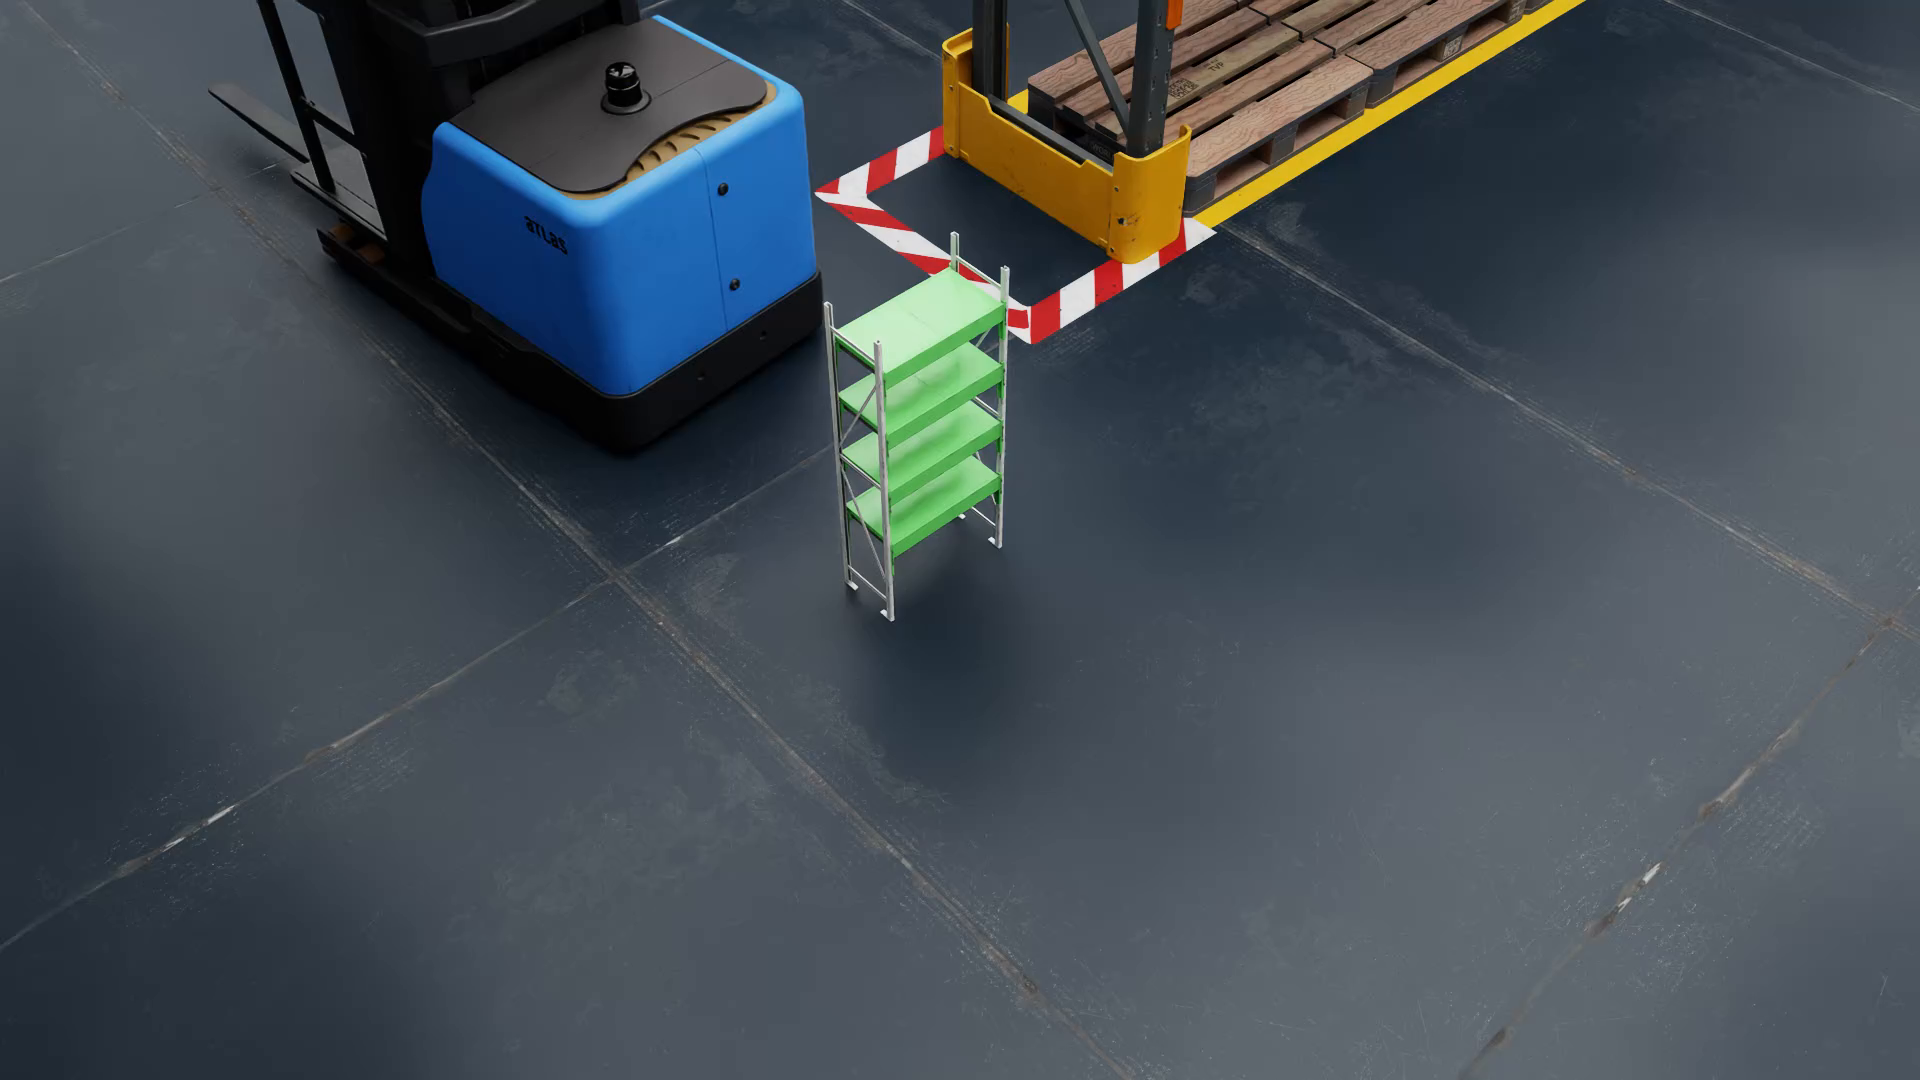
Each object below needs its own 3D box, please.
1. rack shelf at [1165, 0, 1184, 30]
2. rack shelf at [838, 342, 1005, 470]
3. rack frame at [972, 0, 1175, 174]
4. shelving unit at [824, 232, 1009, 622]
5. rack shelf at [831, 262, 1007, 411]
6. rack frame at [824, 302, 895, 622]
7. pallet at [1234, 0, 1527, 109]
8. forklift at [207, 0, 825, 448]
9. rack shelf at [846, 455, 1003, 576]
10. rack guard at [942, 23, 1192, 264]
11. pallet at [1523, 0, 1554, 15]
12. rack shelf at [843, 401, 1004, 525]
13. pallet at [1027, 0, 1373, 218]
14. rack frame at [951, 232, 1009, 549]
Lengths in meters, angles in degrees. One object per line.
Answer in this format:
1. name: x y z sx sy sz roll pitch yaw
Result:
1. rack shelf: 1.909 -3.289 7.233 4.000 0.370 1.077 -34 56 -27
2. rack shelf: -0.122 -0.444 5.104 0.480 0.148 0.258 -34 56 -27
3. rack frame: 0.429 -2.544 6.056 0.127 3.000 1.000 -34 56 -27
4. shelving unit: -0.122 -0.325 5.234 0.503 1.200 0.258 -34 56 -27
5. rack shelf: -0.122 -0.607 4.928 0.480 0.148 0.258 -34 56 -27
6. rack frame: -0.303 -0.204 5.122 0.015 1.200 0.240 -34 56 -27
7. pallet: 1.968 -2.585 7.992 1.213 0.211 1.003 -34 56 -27
8. forklift: -1.957 -2.274 5.854 3.031 2.935 1.130 34 56 27
9. rack shelf: -0.122 -0.119 5.457 0.480 0.148 0.258 -34 56 -27
10. rack guard: 0.420 -1.677 6.958 0.348 0.500 1.175 -34 56 -27
11. pallet: 2.871 -3.191 8.551 1.213 0.211 1.003 -34 56 -27
12. rack shelf: -0.122 -0.282 5.280 0.480 0.148 0.258 -34 56 -27
13. pallet: 1.065 -1.985 7.438 1.213 0.211 1.003 -34 56 -27
14. rack frame: 0.058 -0.446 5.345 0.015 1.200 0.240 -34 56 -27
